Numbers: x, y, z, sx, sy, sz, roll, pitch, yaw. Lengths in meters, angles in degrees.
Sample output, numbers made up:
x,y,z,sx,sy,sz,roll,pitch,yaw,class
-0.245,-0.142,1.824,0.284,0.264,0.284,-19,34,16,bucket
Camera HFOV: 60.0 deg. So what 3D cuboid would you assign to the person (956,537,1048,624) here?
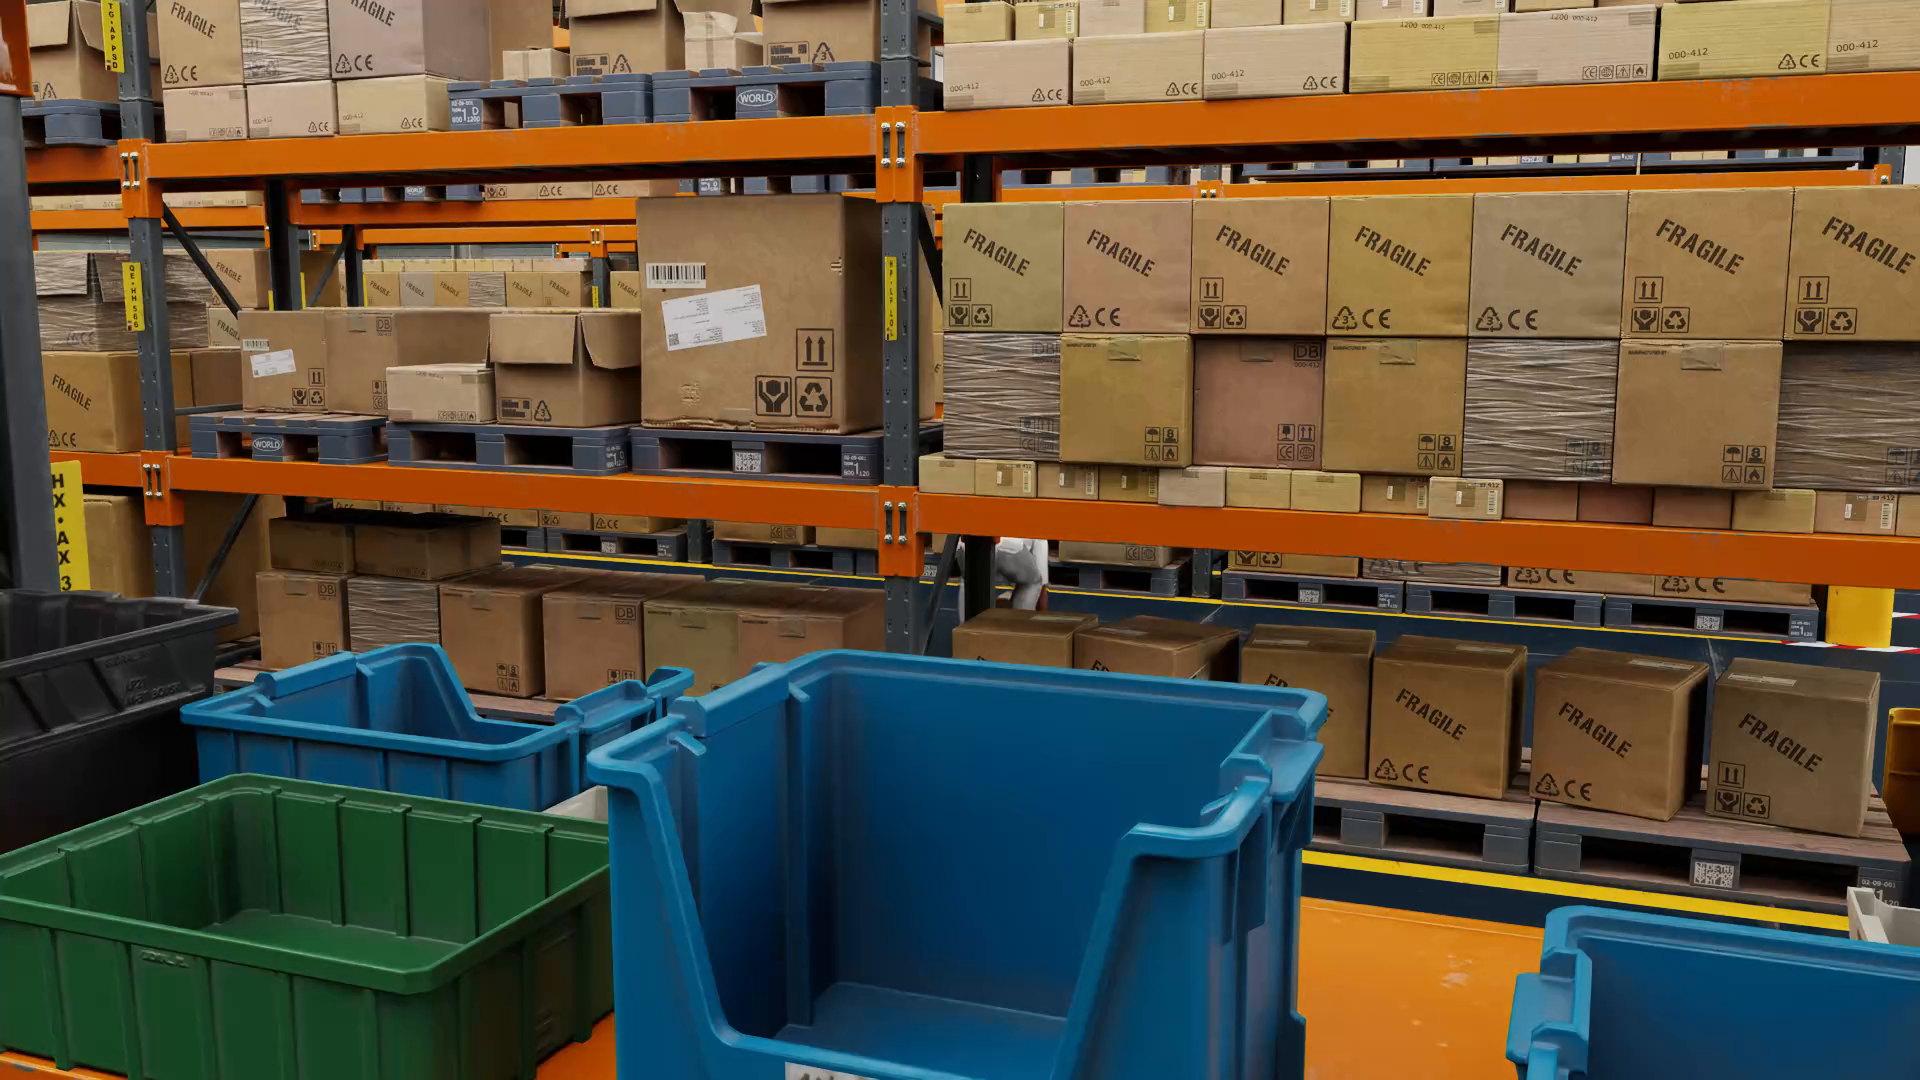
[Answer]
x,y,z,sx,sy,sz,roll,pitch,yaw,class
0.246,0.204,9.847,0.511,0.907,0.977,3,9,19,person
